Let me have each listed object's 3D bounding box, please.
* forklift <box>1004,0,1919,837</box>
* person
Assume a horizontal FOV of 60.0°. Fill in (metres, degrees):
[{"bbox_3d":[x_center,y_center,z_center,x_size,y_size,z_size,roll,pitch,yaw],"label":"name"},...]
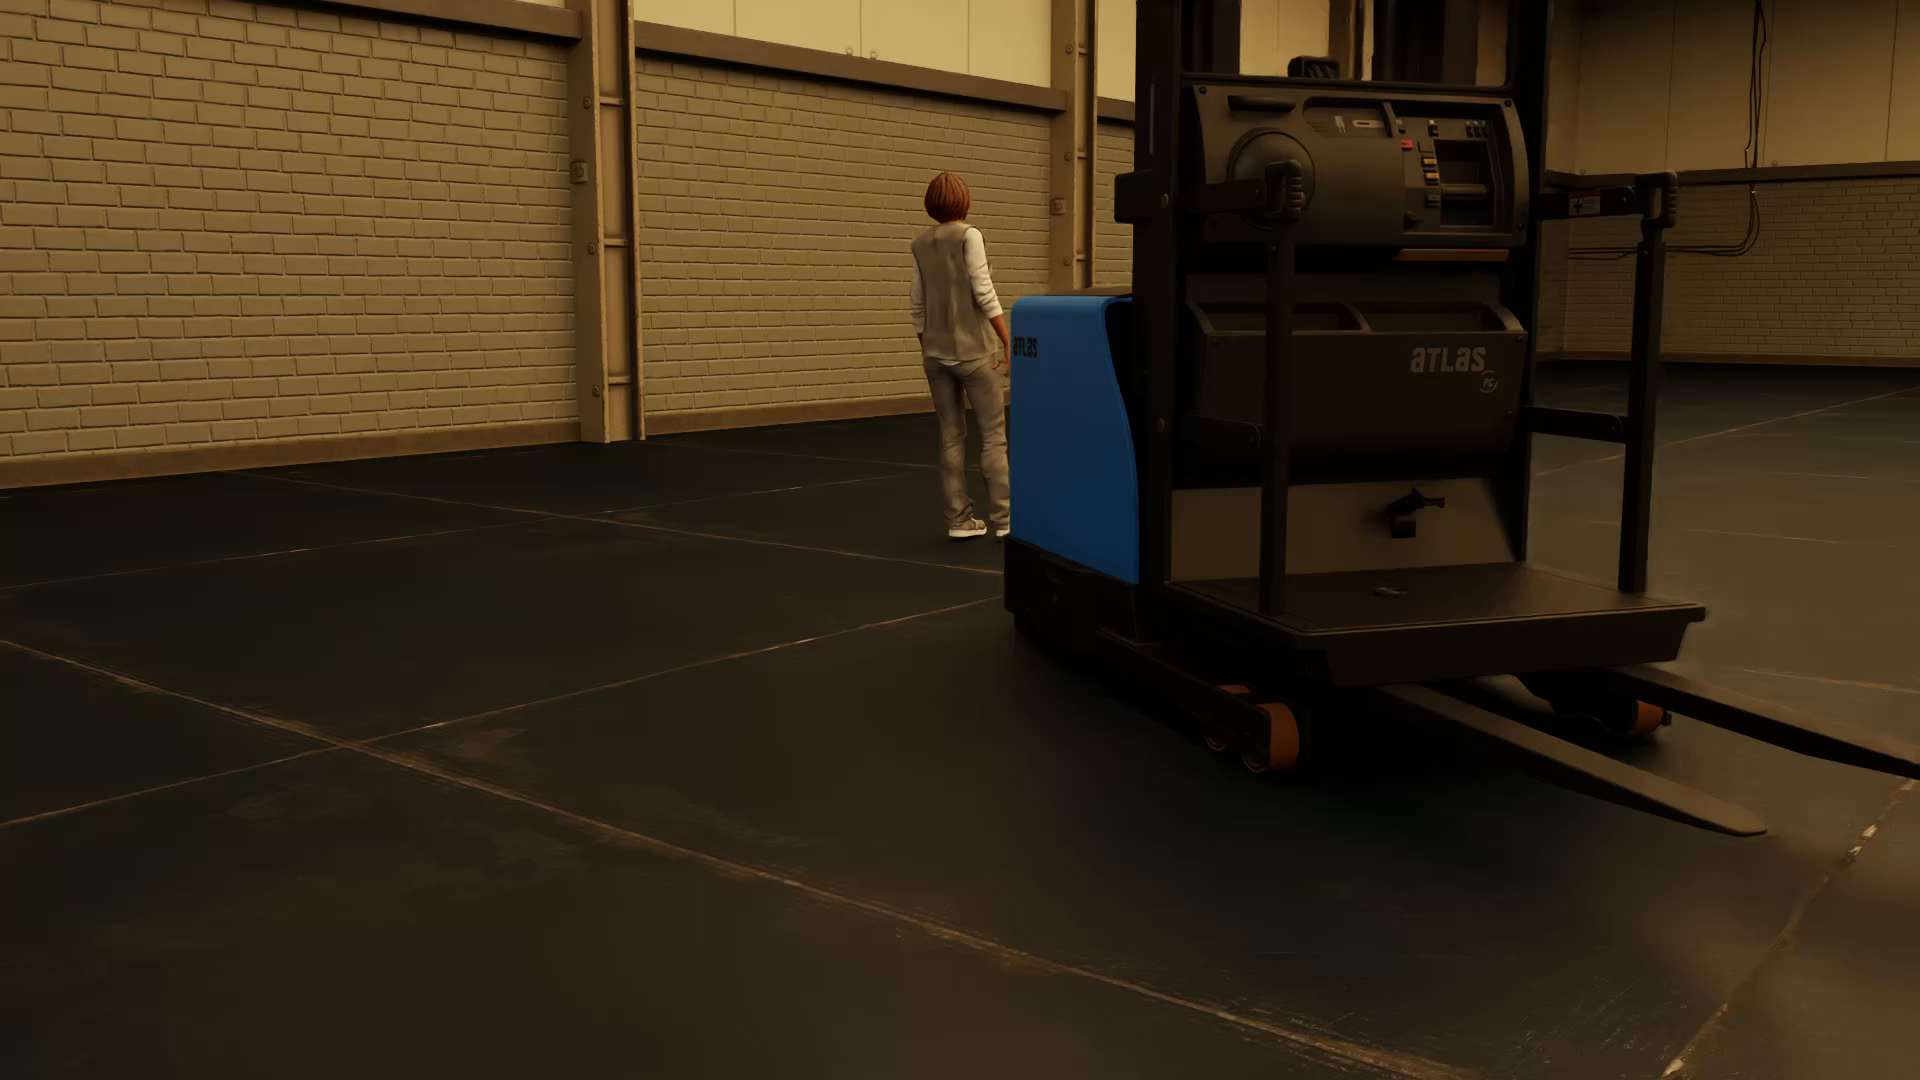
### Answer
[{"bbox_3d":[1.089,-0.984,4.004,1.130,2.935,3.031,-3,9,-18],"label":"forklift"},{"bbox_3d":[0.058,-0.804,7.337,0.521,1.599,0.473,7,11,38],"label":"person"}]
